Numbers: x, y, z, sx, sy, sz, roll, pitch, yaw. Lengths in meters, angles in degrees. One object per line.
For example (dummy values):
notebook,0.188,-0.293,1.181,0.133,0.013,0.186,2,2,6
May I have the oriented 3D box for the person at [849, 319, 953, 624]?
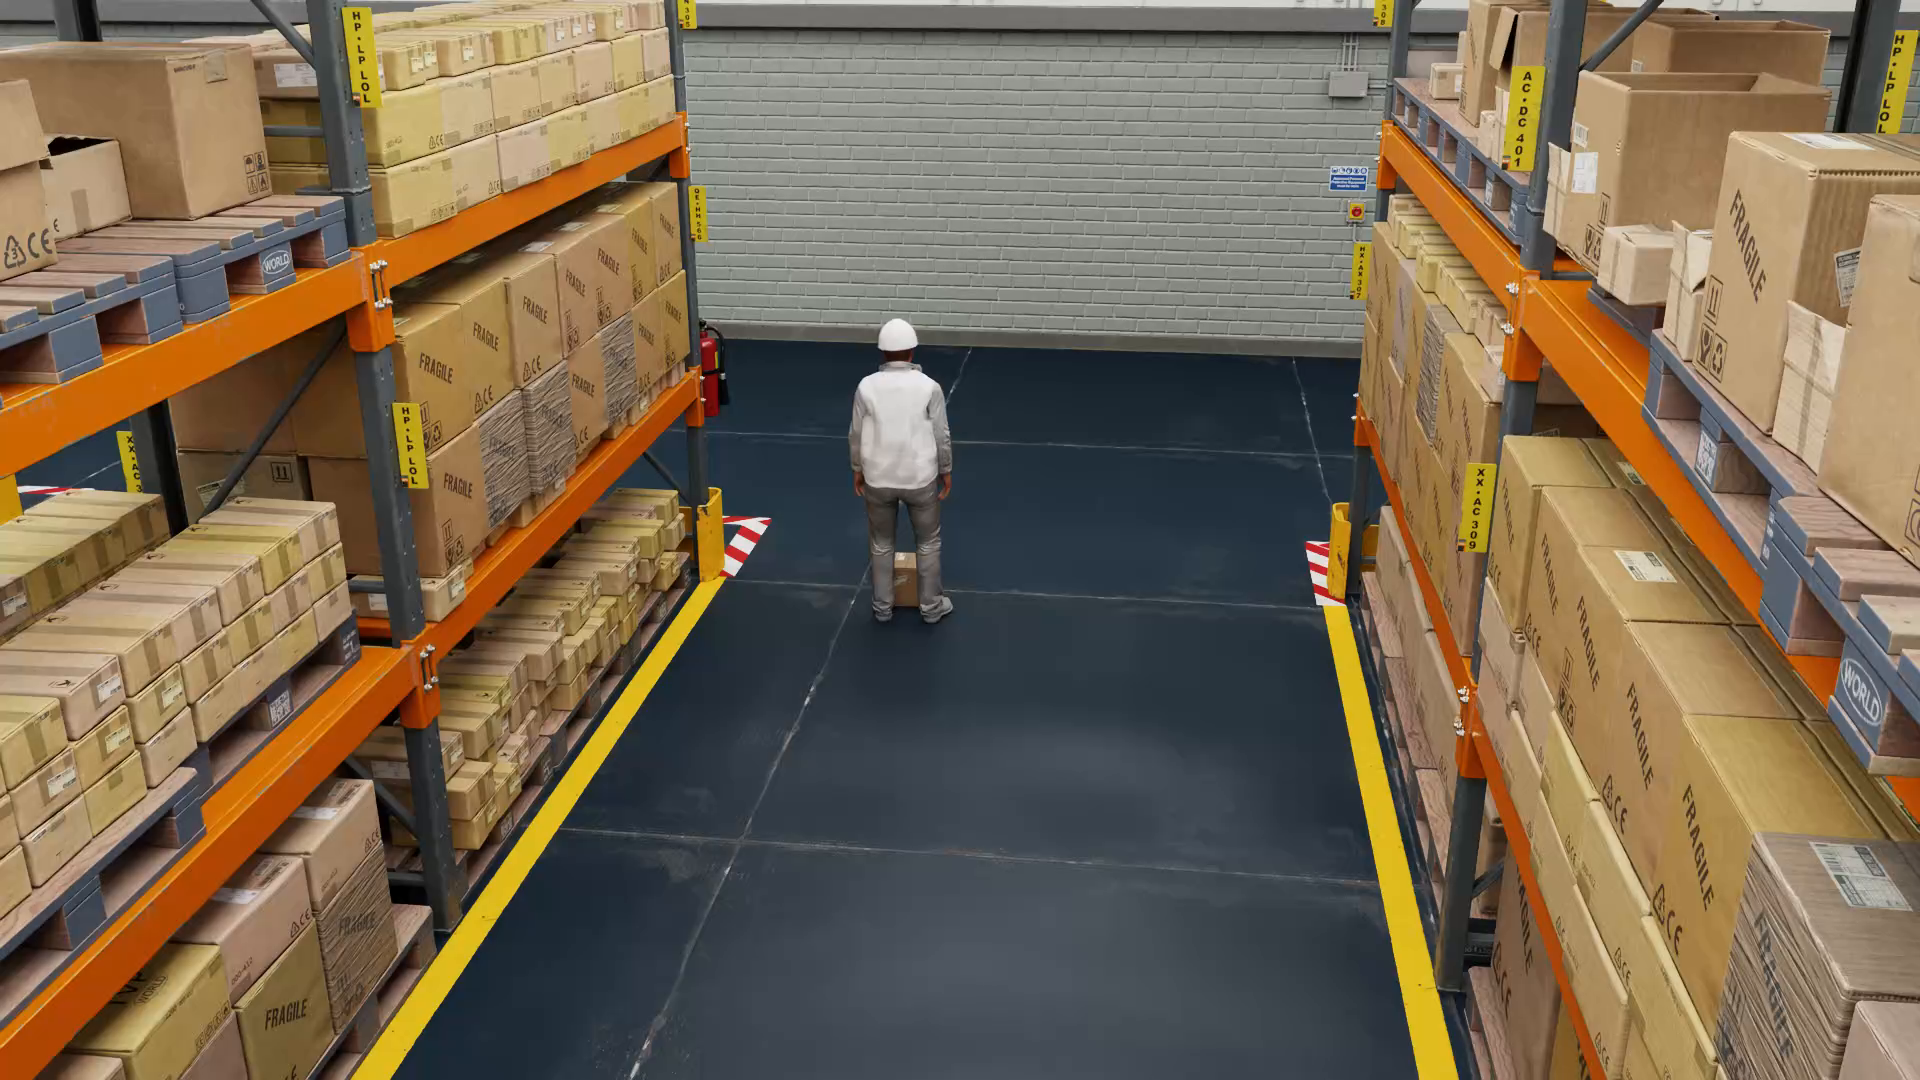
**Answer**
person,-0.334,-0.381,9.537,0.583,1.771,0.466,2,21,6
